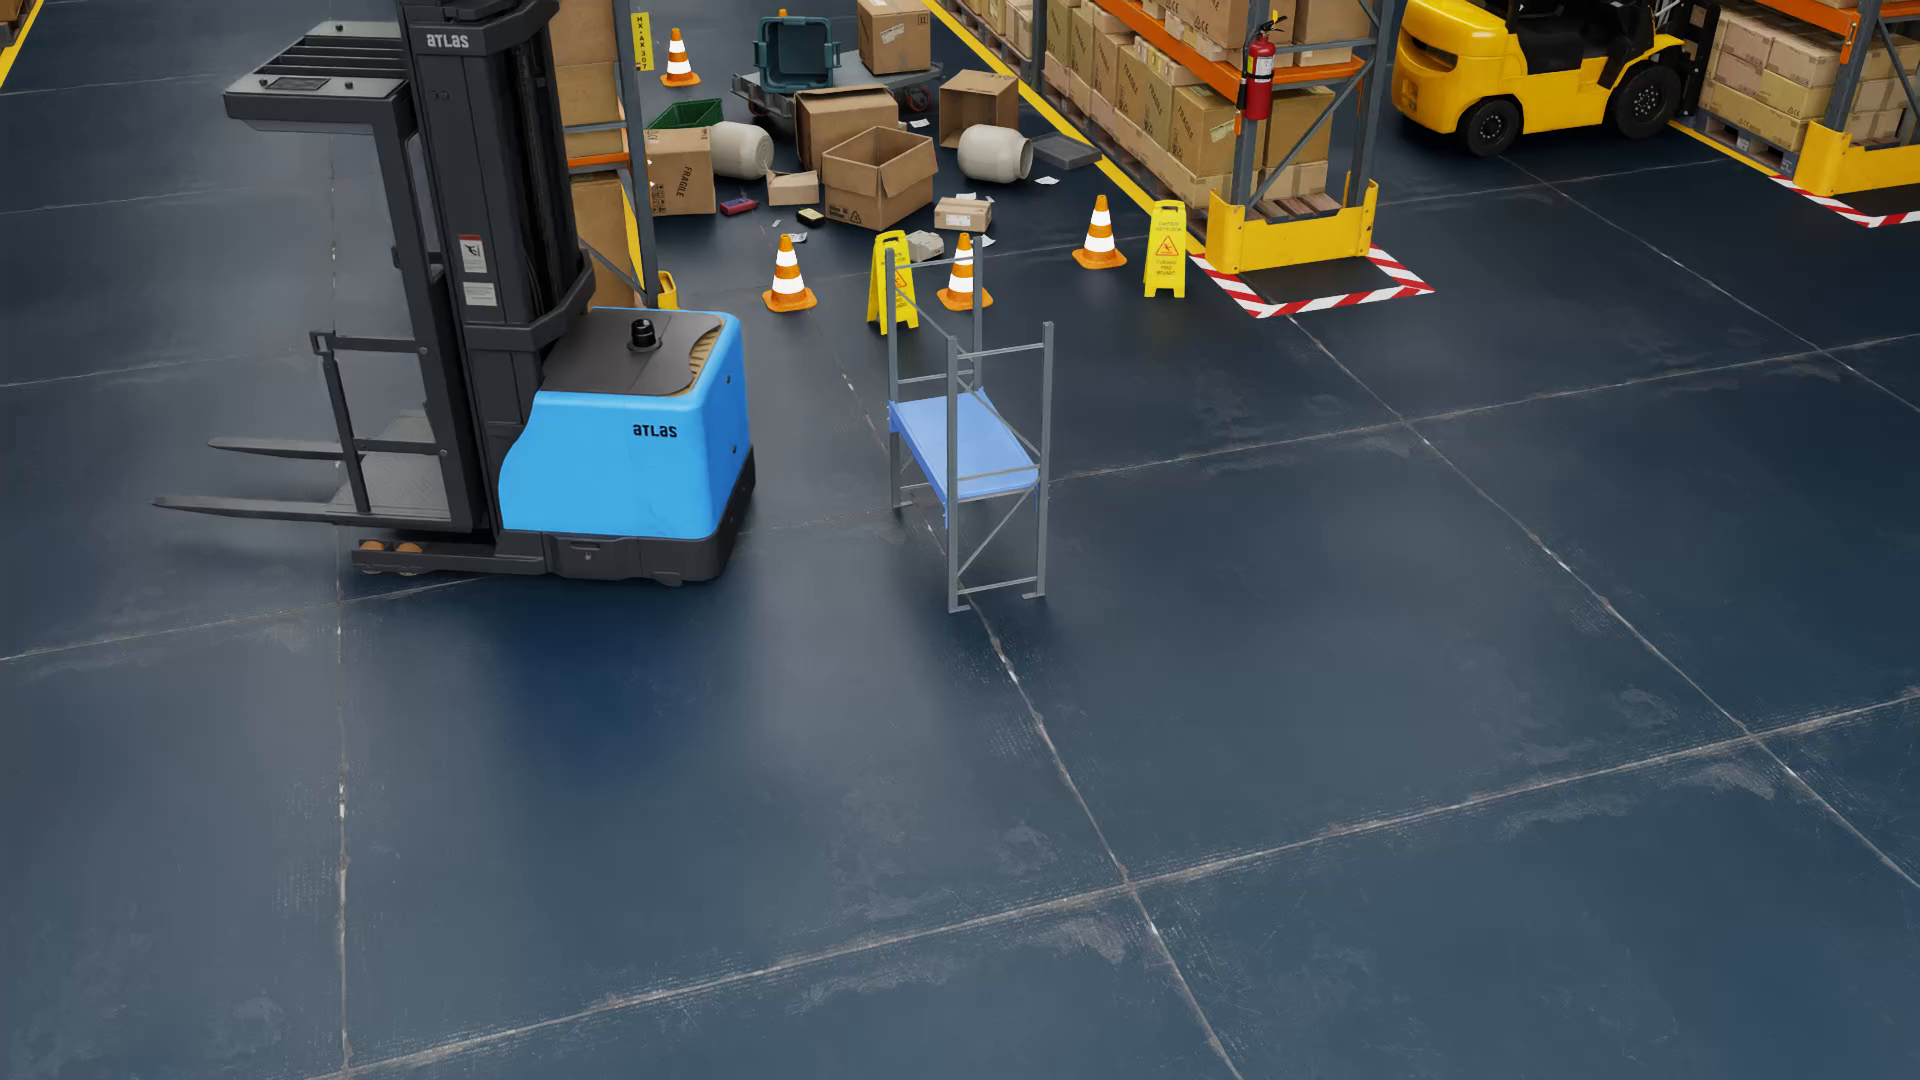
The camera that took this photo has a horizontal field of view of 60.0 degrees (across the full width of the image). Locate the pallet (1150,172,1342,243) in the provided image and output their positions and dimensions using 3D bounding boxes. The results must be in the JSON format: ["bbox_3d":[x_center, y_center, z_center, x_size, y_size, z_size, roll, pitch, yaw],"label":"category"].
[{"bbox_3d":[2.109,-2.543,12.408,1.003,0.211,1.213,-10,35,-15],"label":"pallet"}]

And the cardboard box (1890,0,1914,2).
[{"bbox_3d":[7.185,-4.420,12.627,0.500,0.500,0.500,-9,34,-13],"label":"cardboard box"}]

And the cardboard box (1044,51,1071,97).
[{"bbox_3d":[1.049,-4.007,14.207,0.500,0.250,0.500,-12,35,-17],"label":"cardboard box"}]

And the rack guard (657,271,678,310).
[{"bbox_3d":[-2.330,-1.293,10.254,1.175,0.500,0.348,-10,35,-15],"label":"rack guard"}]

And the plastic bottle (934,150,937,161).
[{"bbox_3d":[-0.266,-3.116,13.410,0.133,0.061,0.283,-4,34,-6],"label":"plastic bottle"}]

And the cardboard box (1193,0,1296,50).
[{"bbox_3d":[1.918,-3.639,11.175,0.500,0.500,0.500,-11,35,-16],"label":"cardboard box"}]

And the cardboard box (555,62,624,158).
[{"bbox_3d":[-2.494,-2.599,9.826,0.875,0.550,0.550,-10,35,-15],"label":"cardboard box"}]

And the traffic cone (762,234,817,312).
[{"bbox_3d":[-1.147,-1.808,11.067,0.336,0.463,0.334,-10,35,-15],"label":"traffic cone"}]

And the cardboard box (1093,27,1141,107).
[{"bbox_3d":[1.380,-3.769,13.165,0.500,0.500,0.500,-8,34,-12],"label":"cardboard box"}]

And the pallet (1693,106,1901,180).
[{"bbox_3d":[6.799,-3.302,13.556,1.003,0.211,1.213,-10,35,-15],"label":"pallet"}]

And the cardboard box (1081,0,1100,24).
[{"bbox_3d":[1.188,-4.246,13.299,0.380,0.149,0.250,-9,34,-13],"label":"cardboard box"}]

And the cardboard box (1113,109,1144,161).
[{"bbox_3d":[1.528,-3.189,12.968,0.500,0.250,0.500,-11,35,-16],"label":"cardboard box"}]

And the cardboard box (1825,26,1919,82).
[{"bbox_3d":[7.106,-3.800,12.987,0.500,0.250,0.500,-11,35,-15],"label":"cardboard box"}]

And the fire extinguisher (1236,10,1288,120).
[{"bbox_3d":[1.942,-3.065,10.737,0.296,0.674,0.183,-10,35,-15],"label":"fire extinguisher"}]

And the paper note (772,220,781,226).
[{"bbox_3d":[-1.356,-2.341,12.283,0.032,0.001,0.123,7,34,10],"label":"paper note"}]

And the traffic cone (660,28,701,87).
[{"bbox_3d":[-2.528,-4.349,14.911,0.336,0.463,0.334,-10,35,-15],"label":"traffic cone"}]

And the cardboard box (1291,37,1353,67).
[{"bbox_3d":[2.440,-3.343,11.316,0.380,0.149,0.250,-10,35,-15],"label":"cardboard box"}]

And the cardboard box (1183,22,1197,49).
[{"bbox_3d":[1.788,-3.543,11.618,0.380,0.149,0.250,-11,35,-16],"label":"cardboard box"}]

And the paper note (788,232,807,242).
[{"bbox_3d":[-1.186,-2.196,12.048,0.144,0.017,0.142,1,33,2],"label":"paper note"}]

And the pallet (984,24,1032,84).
[{"bbox_3d":[0.887,-4.580,15.489,1.003,0.211,1.213,-10,35,-15],"label":"pallet"}]

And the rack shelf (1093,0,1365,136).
[{"bbox_3d":[1.736,-3.984,12.711,1.077,0.370,4.000,-10,35,-15],"label":"rack shelf"}]

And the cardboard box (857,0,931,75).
[{"bbox_3d":[-0.560,-4.292,14.106,0.500,0.500,0.500,-10,35,-15],"label":"cardboard box"}]

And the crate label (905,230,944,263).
[{"bbox_3d":[-0.266,-2.086,11.783,0.298,0.136,0.250,27,42,34],"label":"crate label"}]

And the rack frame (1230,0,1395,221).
[{"bbox_3d":[2.346,-3.234,10.924,1.000,3.000,0.127,-10,35,-15],"label":"rack frame"}]

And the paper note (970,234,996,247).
[{"bbox_3d":[0.162,-2.157,11.987,0.148,0.019,0.142,-23,40,-31],"label":"paper note"}]

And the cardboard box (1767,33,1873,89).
[{"bbox_3d":[6.635,-3.706,12.843,0.500,0.250,0.500,-9,34,-13],"label":"cardboard box"}]

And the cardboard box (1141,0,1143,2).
[{"bbox_3d":[1.581,-4.096,12.455,0.380,0.149,0.250,-10,35,-15],"label":"cardboard box"}]

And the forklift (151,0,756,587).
[{"bbox_3d":[-2.666,-1.324,8.095,3.031,2.935,1.130,3,34,5],"label":"forklift"}]

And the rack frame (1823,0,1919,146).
[{"bbox_3d":[7.072,-4.071,12.190,1.000,3.000,0.127,-10,35,-15],"label":"rack frame"}]

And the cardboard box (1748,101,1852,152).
[{"bbox_3d":[6.628,-3.293,13.125,0.500,0.250,0.500,-10,35,-14],"label":"cardboard box"}]

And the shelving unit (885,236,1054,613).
[{"bbox_3d":[0.026,-0.581,8.269,0.538,1.500,1.048,-10,35,-15],"label":"shelving unit"}]

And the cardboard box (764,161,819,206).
[{"bbox_3d":[-1.279,-2.716,12.619,0.396,0.266,0.258,-4,34,-6],"label":"cardboard box"}]

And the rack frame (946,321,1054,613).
[{"bbox_3d":[0.181,-0.314,7.865,0.500,1.500,0.032,-10,35,-15],"label":"rack frame"}]

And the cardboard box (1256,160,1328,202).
[{"bbox_3d":[2.363,-2.732,12.277,0.500,0.250,0.500,-10,35,-15],"label":"cardboard box"}]

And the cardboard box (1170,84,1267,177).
[{"bbox_3d":[1.853,-2.952,11.930,0.500,0.500,0.500,-10,35,-14],"label":"cardboard box"}]

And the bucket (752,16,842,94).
[{"bbox_3d":[-1.320,-4.034,13.724,0.726,0.611,0.620,1,23,2],"label":"bucket"}]

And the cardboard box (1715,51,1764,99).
[{"bbox_3d":[6.483,-3.776,13.403,0.500,0.250,0.500,-10,35,-15],"label":"cardboard box"}]

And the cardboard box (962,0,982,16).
[{"bbox_3d":[0.527,-5.430,16.249,0.950,0.372,0.625,-9,34,-13],"label":"cardboard box"}]

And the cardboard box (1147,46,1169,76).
[{"bbox_3d":[1.604,-3.537,12.226,0.380,0.149,0.250,-9,35,-14],"label":"cardboard box"}]

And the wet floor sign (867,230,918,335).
[{"bbox_3d":[-0.443,-1.684,10.714,0.267,0.644,0.232,-16,37,-23],"label":"wet floor sign"}]
